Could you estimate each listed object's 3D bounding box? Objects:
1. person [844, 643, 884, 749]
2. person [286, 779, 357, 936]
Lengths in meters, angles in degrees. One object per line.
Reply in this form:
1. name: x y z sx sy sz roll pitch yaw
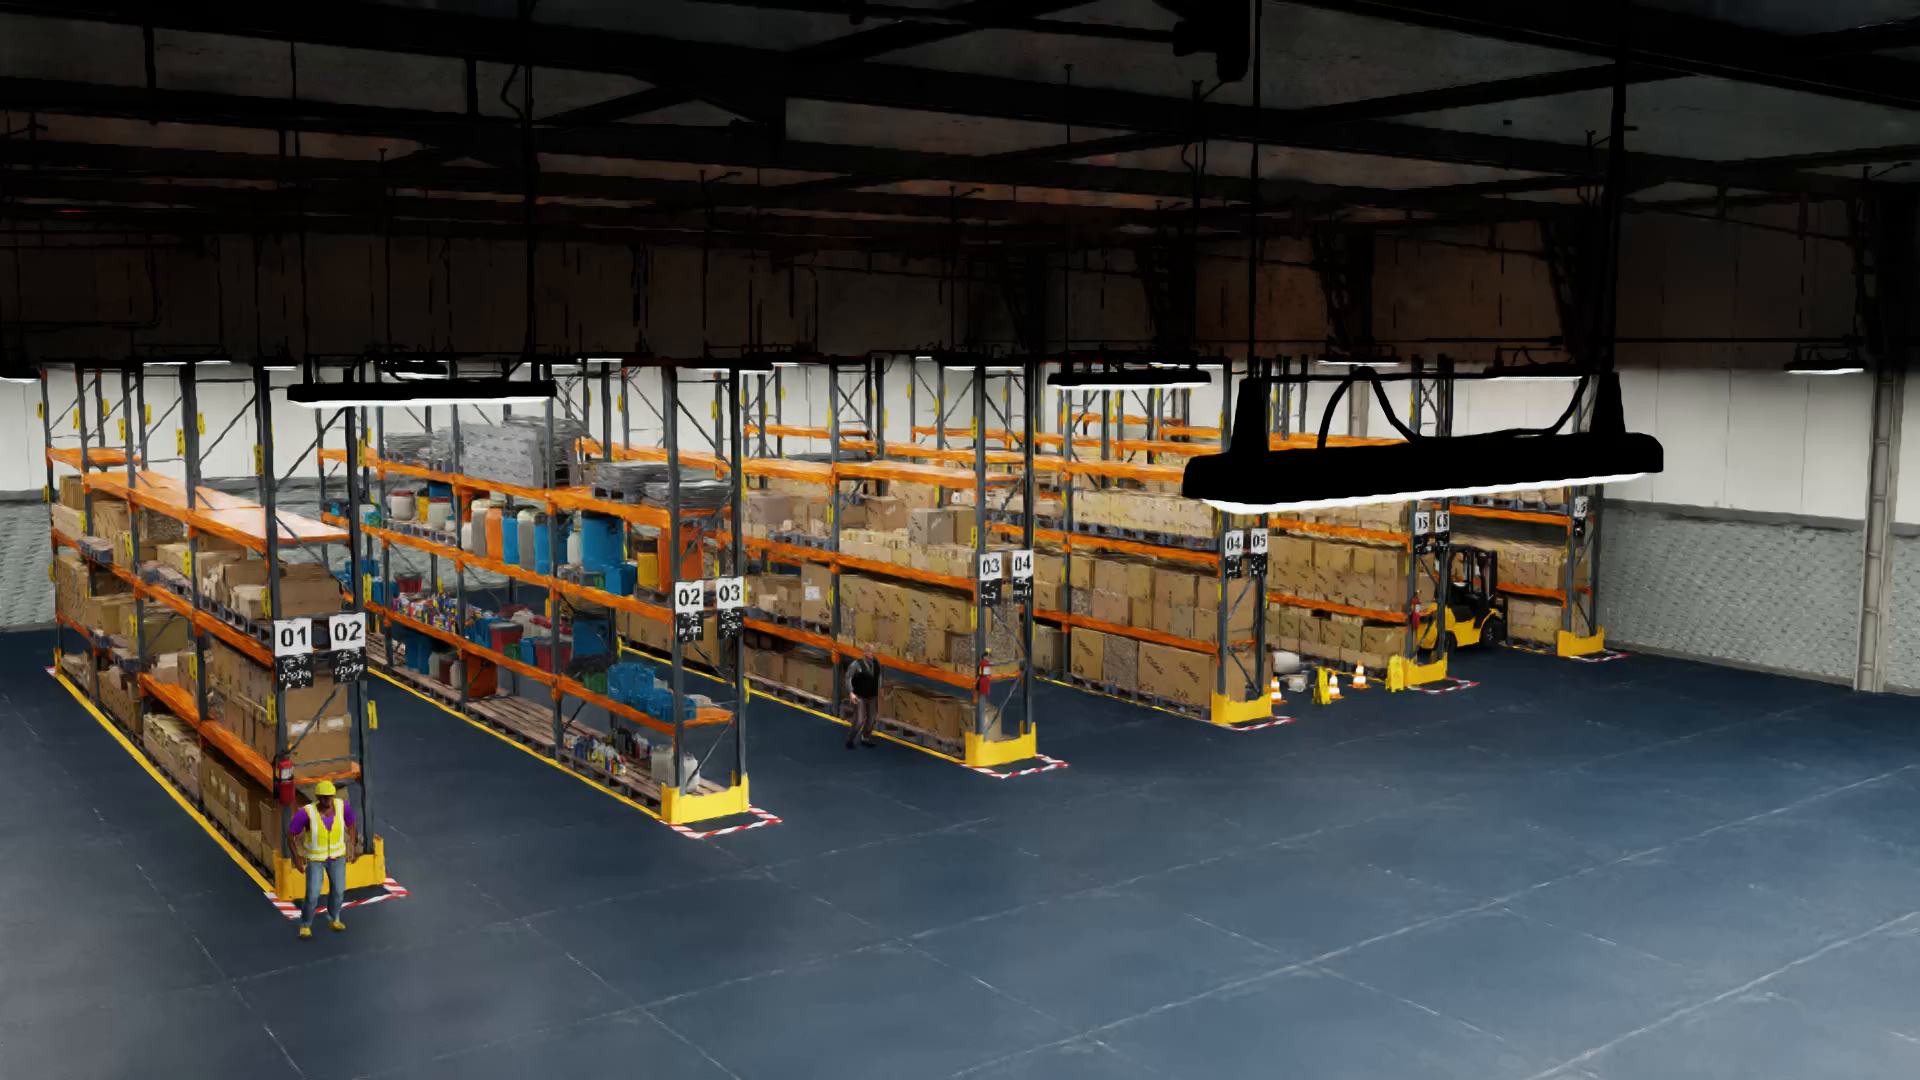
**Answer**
1. person: -1.485 2.414 25.827 0.677 1.674 0.512 -5 8 -36
2. person: -6.771 3.370 17.706 0.719 1.714 0.578 -5 9 -38
